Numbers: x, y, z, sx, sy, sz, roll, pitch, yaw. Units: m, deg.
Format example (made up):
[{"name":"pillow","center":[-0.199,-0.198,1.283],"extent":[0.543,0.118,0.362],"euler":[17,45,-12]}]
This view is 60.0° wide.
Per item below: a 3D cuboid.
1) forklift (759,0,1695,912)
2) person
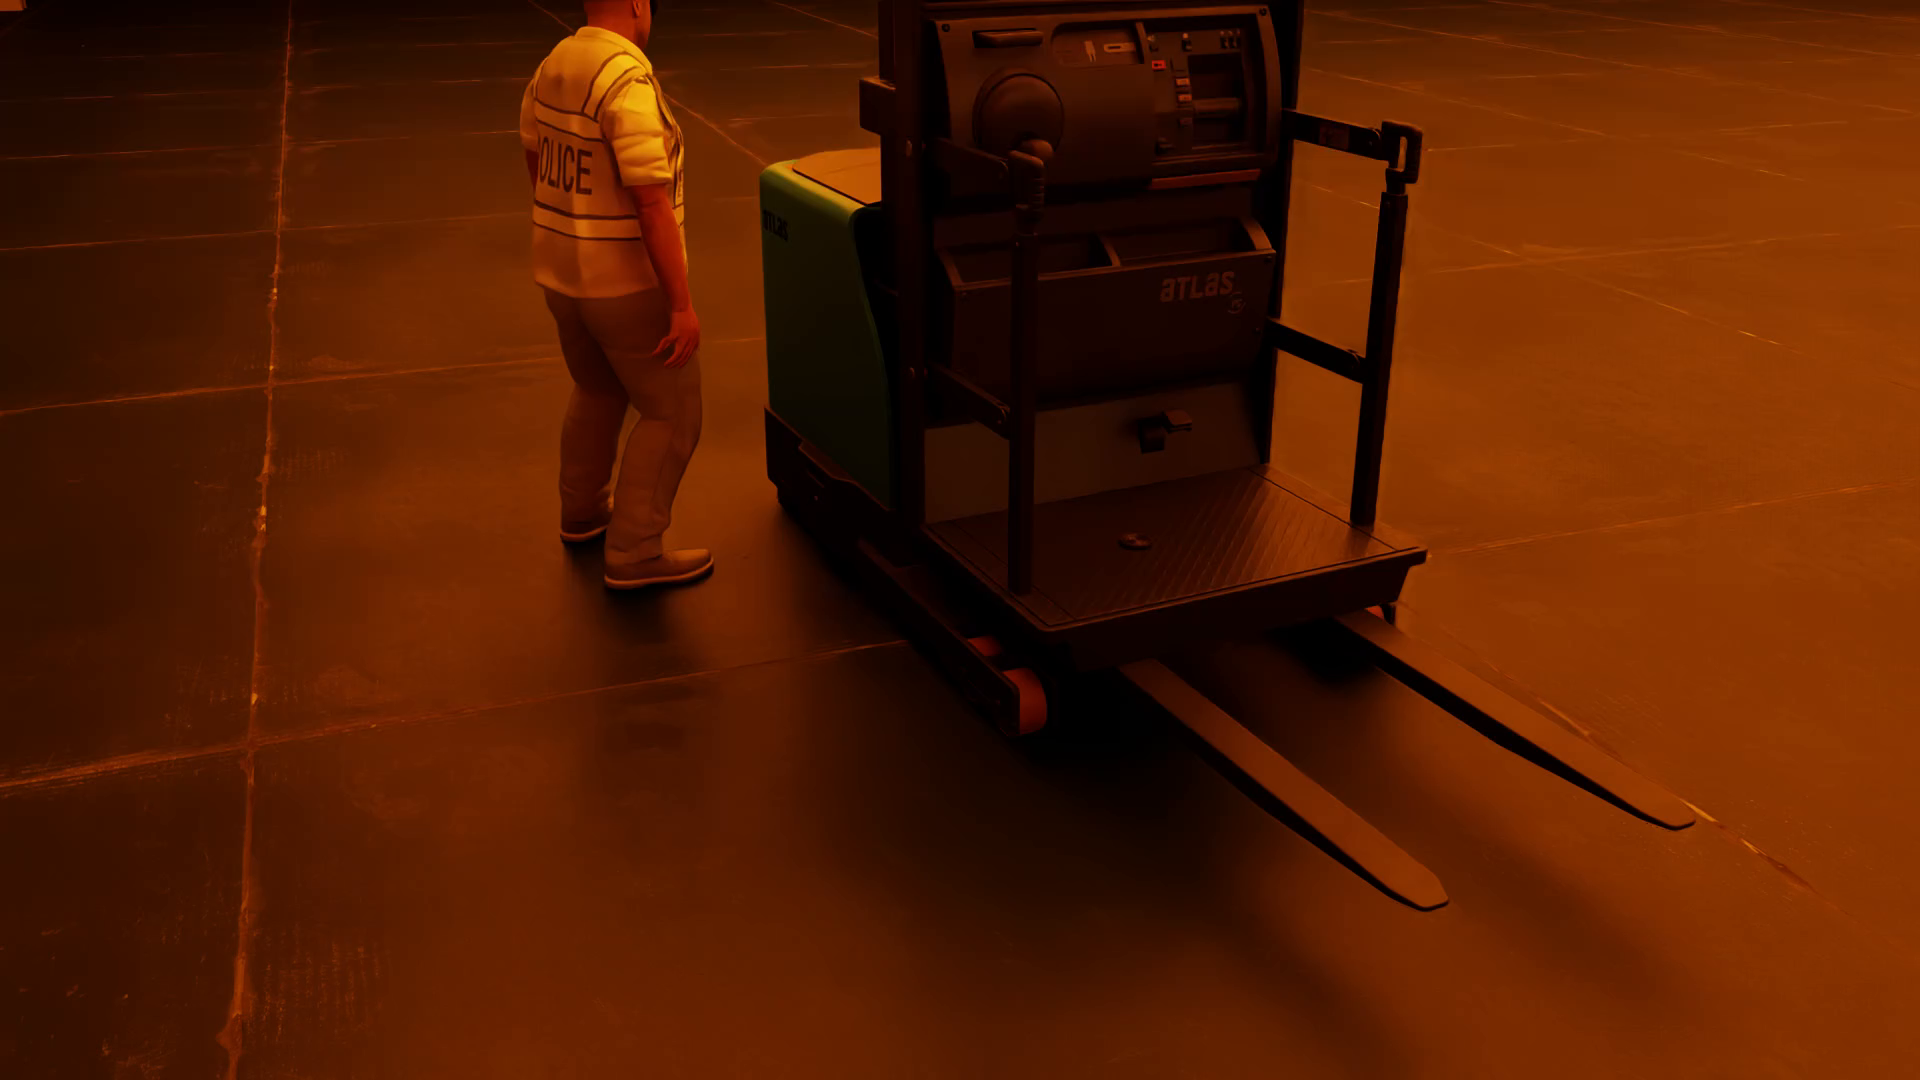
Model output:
[{"name":"forklift","center":[0.469,-1.075,3.855],"extent":[1.130,2.935,3.031],"euler":[-11,25,-23]},{"name":"person","center":[-0.940,-0.730,4.594],"extent":[0.440,1.725,0.787],"euler":[-20,30,-40]}]
